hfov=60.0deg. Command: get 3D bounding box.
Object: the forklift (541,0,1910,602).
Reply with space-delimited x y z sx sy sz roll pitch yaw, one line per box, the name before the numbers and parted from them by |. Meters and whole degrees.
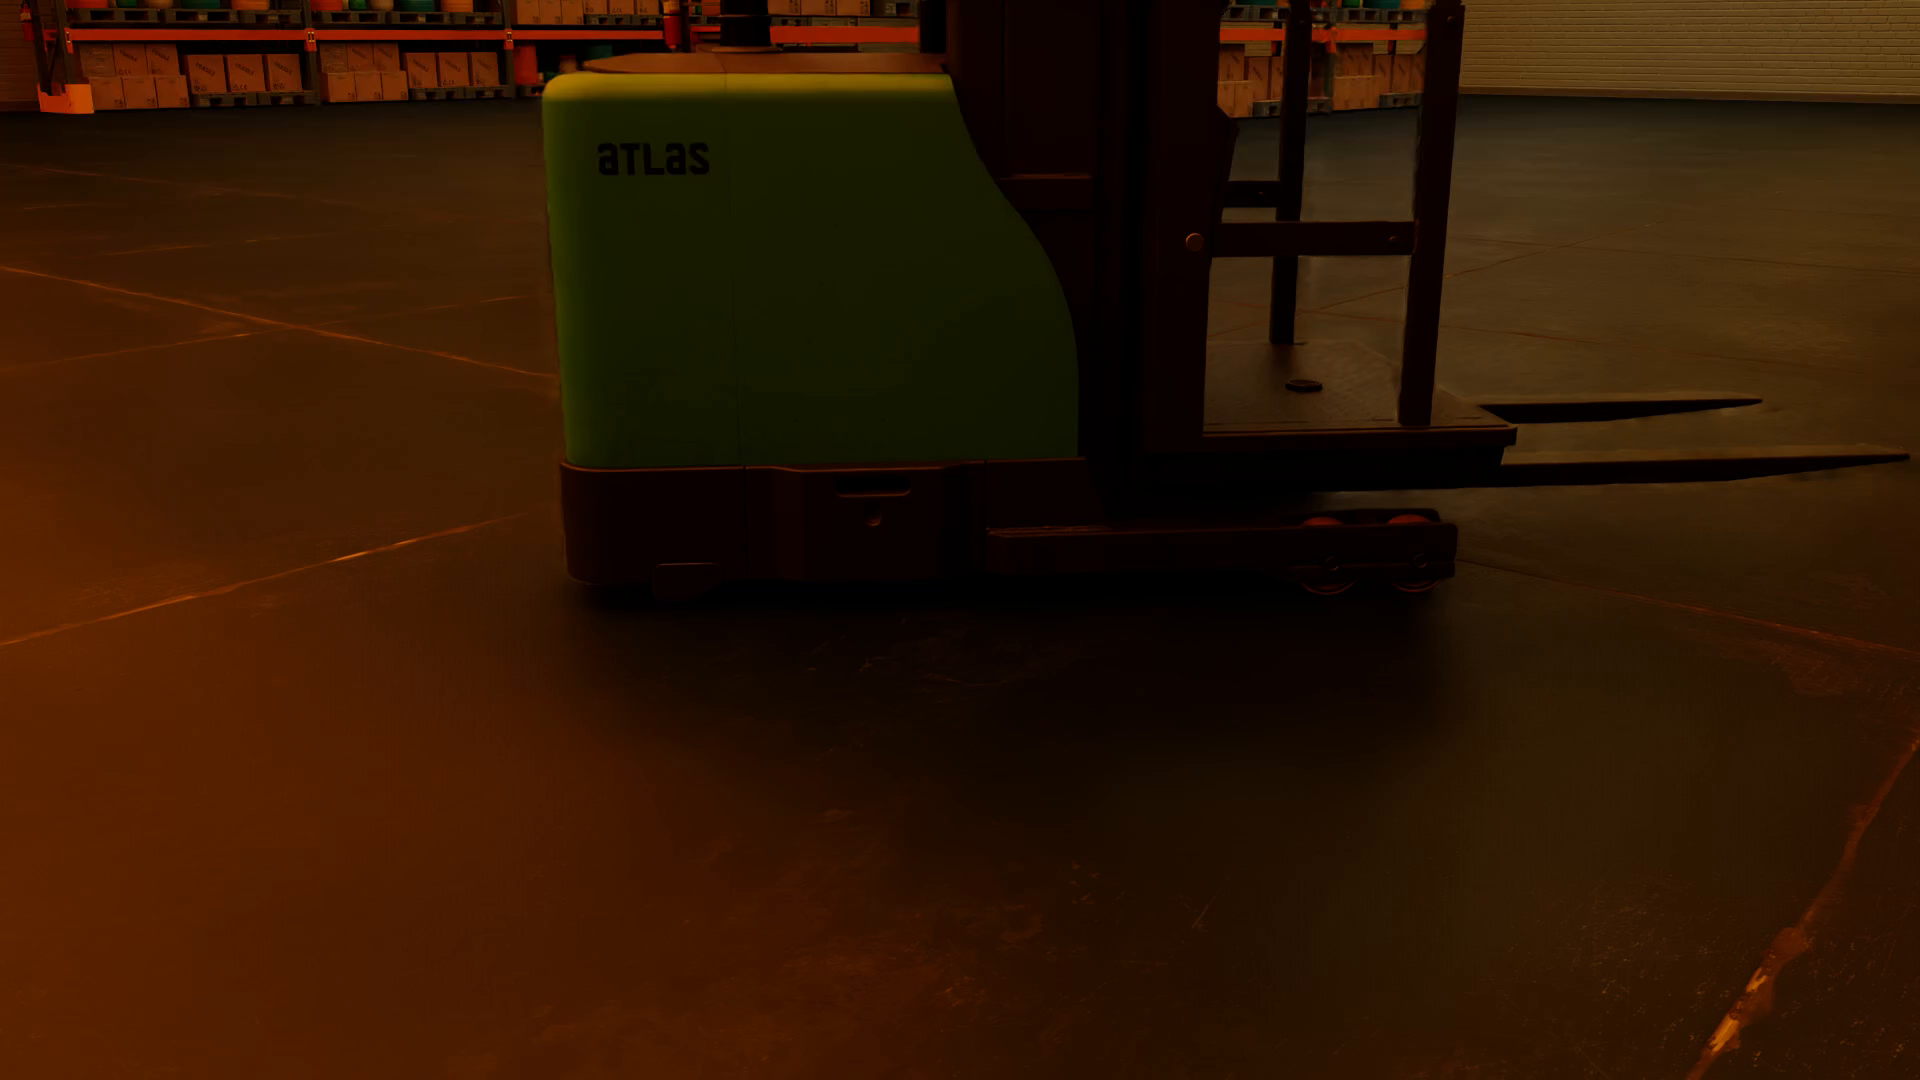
forklift | 0.643 -1.435 3.625 3.031 2.935 1.130 -2 17 -5
